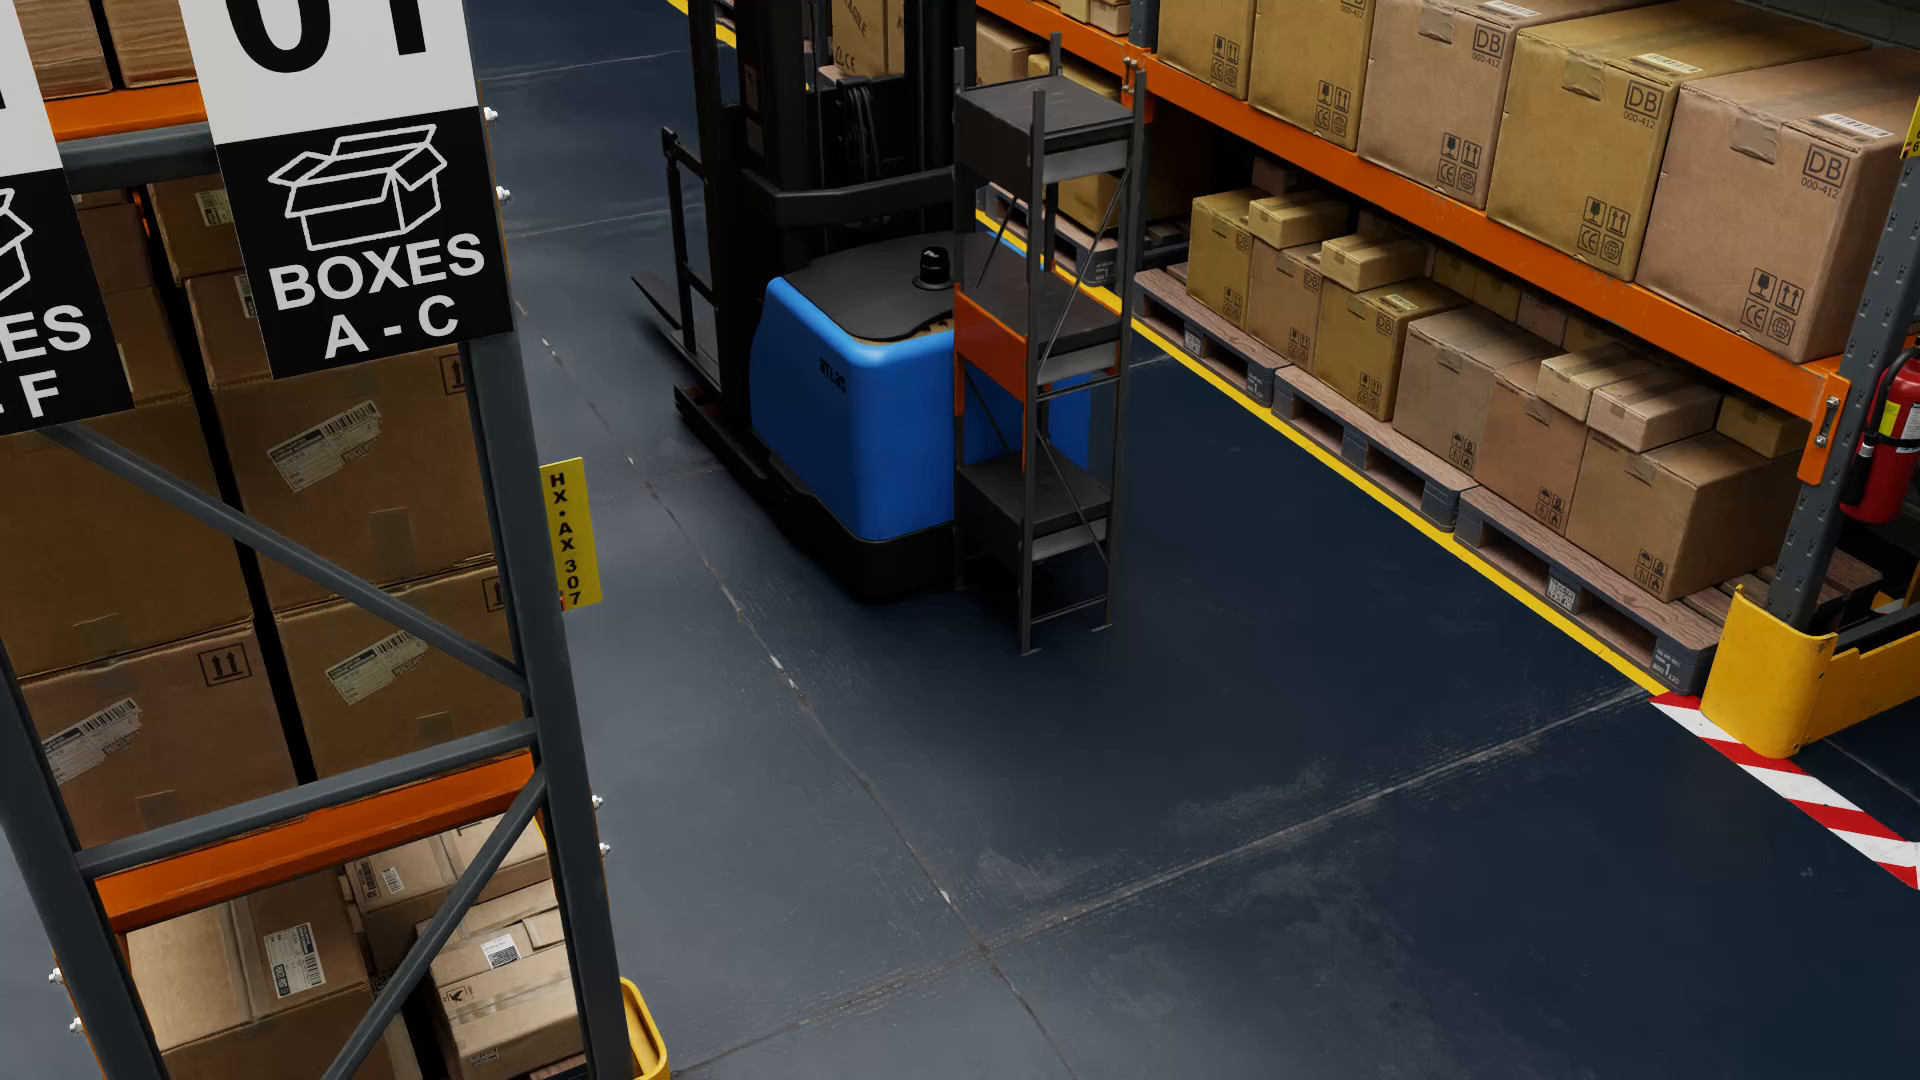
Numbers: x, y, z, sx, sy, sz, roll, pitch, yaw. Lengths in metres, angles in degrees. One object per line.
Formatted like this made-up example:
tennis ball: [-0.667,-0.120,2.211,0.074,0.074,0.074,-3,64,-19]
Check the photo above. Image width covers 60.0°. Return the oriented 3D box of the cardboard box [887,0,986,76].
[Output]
cardboard box: [0.050,-3.038,10.315,0.750,0.750,0.750,-16,36,-23]

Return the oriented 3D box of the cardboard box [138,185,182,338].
cardboard box: [-2.394,-1.036,5.493,0.500,0.500,0.500,-15,36,-22]

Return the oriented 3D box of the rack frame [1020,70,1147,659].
rack frame: [0.396,-0.507,5.595,0.400,2.100,0.015,-17,36,-24]

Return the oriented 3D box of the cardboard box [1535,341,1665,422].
cardboard box: [2.395,-0.596,6.226,0.380,0.149,0.250,-15,36,-22]

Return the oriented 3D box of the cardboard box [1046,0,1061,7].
cardboard box: [0.658,-2.903,8.715,0.380,0.149,0.250,-15,35,-22]

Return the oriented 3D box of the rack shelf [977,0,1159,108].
rack shelf: [0.353,-3.312,9.807,1.077,0.370,4.000,-16,36,-23]

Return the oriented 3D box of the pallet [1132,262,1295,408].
pallet: [1.571,-1.104,8.278,1.003,0.211,1.213,-16,36,-23]

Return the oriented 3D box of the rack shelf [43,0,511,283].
rack shelf: [-2.163,-1.419,4.070,1.077,0.370,4.000,-16,36,-23]

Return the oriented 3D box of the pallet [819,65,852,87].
pallet: [-0.279,-3.000,11.238,1.003,0.211,1.213,-16,36,-23]

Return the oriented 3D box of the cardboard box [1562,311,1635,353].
cardboard box: [2.618,-0.810,6.560,0.380,0.149,0.250,-16,36,-23]

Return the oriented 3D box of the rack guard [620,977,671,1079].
rack guard: [-1.266,1.512,3.927,1.175,0.500,0.348,-16,36,-23]

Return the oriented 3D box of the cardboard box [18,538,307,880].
cardboard box: [-1.680,0.308,3.395,0.500,0.500,0.500,-15,35,-22]

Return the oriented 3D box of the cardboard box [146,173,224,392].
cardboard box: [-1.683,-0.733,4.094,0.500,0.500,0.500,-15,36,-22]

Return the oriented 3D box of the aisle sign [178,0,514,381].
aisle sign: [-0.939,-0.640,2.559,0.394,0.787,0.004,-16,36,-23]

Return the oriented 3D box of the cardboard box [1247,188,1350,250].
cardboard box: [1.542,-1.466,7.585,0.380,0.149,0.250,-15,35,-22]

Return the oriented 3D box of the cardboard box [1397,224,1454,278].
cardboard box: [2.139,-1.297,7.321,0.380,0.149,0.250,-15,36,-23]

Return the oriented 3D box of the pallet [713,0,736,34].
pallet: [-1.508,-4.350,13.345,1.003,0.211,1.213,-16,36,-23]

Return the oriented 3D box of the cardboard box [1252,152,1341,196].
cardboard box: [1.651,-1.795,8.097,0.380,0.149,0.250,-16,36,-23]

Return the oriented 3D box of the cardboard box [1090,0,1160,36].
cardboard box: [0.877,-2.654,8.326,0.380,0.149,0.250,-16,36,-23]

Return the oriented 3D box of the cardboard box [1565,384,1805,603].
cardboard box: [2.736,-0.185,6.186,0.700,0.500,0.500,-16,36,-23]

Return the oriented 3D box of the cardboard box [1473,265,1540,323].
cardboard box: [2.378,-1.054,6.940,0.380,0.149,0.250,-15,36,-23]

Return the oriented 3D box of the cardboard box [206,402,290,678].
cardboard box: [-1.449,-0.069,3.985,0.500,0.500,0.500,-16,36,-24]

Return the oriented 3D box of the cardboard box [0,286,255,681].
cardboard box: [-1.681,-0.111,3.122,0.500,0.500,0.500,-16,36,-24]

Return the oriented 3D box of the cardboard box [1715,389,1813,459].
cardboard box: [2.971,-0.449,5.997,0.380,0.149,0.250,-16,36,-23]

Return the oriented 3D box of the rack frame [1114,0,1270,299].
rack frame: [1.285,-2.661,8.123,1.000,3.000,0.127,-16,36,-23]

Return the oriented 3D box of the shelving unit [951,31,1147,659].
shelving unit: [0.276,-0.621,5.774,0.431,2.100,0.503,-17,36,-24]

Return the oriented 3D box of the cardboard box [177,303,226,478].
cardboard box: [-1.912,-0.549,4.733,0.500,0.500,0.500,-15,36,-22]

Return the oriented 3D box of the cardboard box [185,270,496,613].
cardboard box: [-1.204,-0.245,3.333,0.500,0.500,0.500,-15,35,-22]

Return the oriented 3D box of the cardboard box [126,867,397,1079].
cardboard box: [-1.702,1.166,4.060,0.500,0.500,0.500,-16,36,-23]

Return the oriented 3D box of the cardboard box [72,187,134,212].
cardboard box: [-2.163,-0.598,3.883,0.500,0.500,0.500,-15,36,-22]

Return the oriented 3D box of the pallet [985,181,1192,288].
pallet: [0.859,-1.836,9.420,1.003,0.211,1.213,-16,36,-23]

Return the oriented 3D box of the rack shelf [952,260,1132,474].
rack shelf: [0.276,-0.610,5.781,0.431,0.518,0.480,-17,36,-24]

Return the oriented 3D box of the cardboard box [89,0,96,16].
cardboard box: [-1.926,-1.124,3.083,0.500,0.250,0.500,-16,36,-23]

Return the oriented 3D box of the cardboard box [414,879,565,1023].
cardboard box: [-1.238,1.098,4.474,0.380,0.166,0.250,-16,36,-23]

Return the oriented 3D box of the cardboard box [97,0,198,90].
cardboard box: [-1.245,-1.013,2.909,0.500,0.250,0.500,-16,36,-23]

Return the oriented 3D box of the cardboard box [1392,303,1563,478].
cardboard box: [2.267,-0.664,6.933,0.700,0.500,0.500,-17,36,-25]

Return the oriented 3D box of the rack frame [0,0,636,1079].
rack frame: [-1.227,0.495,3.197,0.949,2.616,0.053,-16,36,-23]

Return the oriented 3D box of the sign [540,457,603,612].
sign: [-0.750,-0.005,3.175,0.100,0.325,0.005,-16,36,-23]

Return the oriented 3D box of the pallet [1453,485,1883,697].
pallet: [2.708,0.060,6.460,1.003,0.211,1.213,-16,36,-23]

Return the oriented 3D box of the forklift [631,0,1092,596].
forklift: [-0.642,-1.791,6.828,1.130,2.935,3.031,-17,36,-24]

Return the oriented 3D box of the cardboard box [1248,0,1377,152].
cardboard box: [1.859,-2.174,7.085,0.980,0.700,0.700,-17,36,-24]

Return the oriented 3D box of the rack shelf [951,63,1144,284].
rack shelf: [0.276,-1.199,5.403,0.431,0.518,0.480,-17,36,-24]

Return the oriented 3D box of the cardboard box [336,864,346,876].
cardboard box: [-2.118,0.810,4.846,0.500,0.250,0.500,-16,36,-23]

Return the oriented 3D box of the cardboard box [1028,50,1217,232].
cardboard box: [0.867,-2.210,9.022,0.750,0.750,0.750,-15,36,-23]

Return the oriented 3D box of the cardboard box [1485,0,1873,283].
cardboard box: [2.555,-1.464,5.976,0.980,0.700,0.700,-16,36,-23]

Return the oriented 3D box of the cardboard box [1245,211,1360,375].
cardboard box: [1.775,-1.162,7.711,0.700,0.500,0.500,-16,36,-24]
